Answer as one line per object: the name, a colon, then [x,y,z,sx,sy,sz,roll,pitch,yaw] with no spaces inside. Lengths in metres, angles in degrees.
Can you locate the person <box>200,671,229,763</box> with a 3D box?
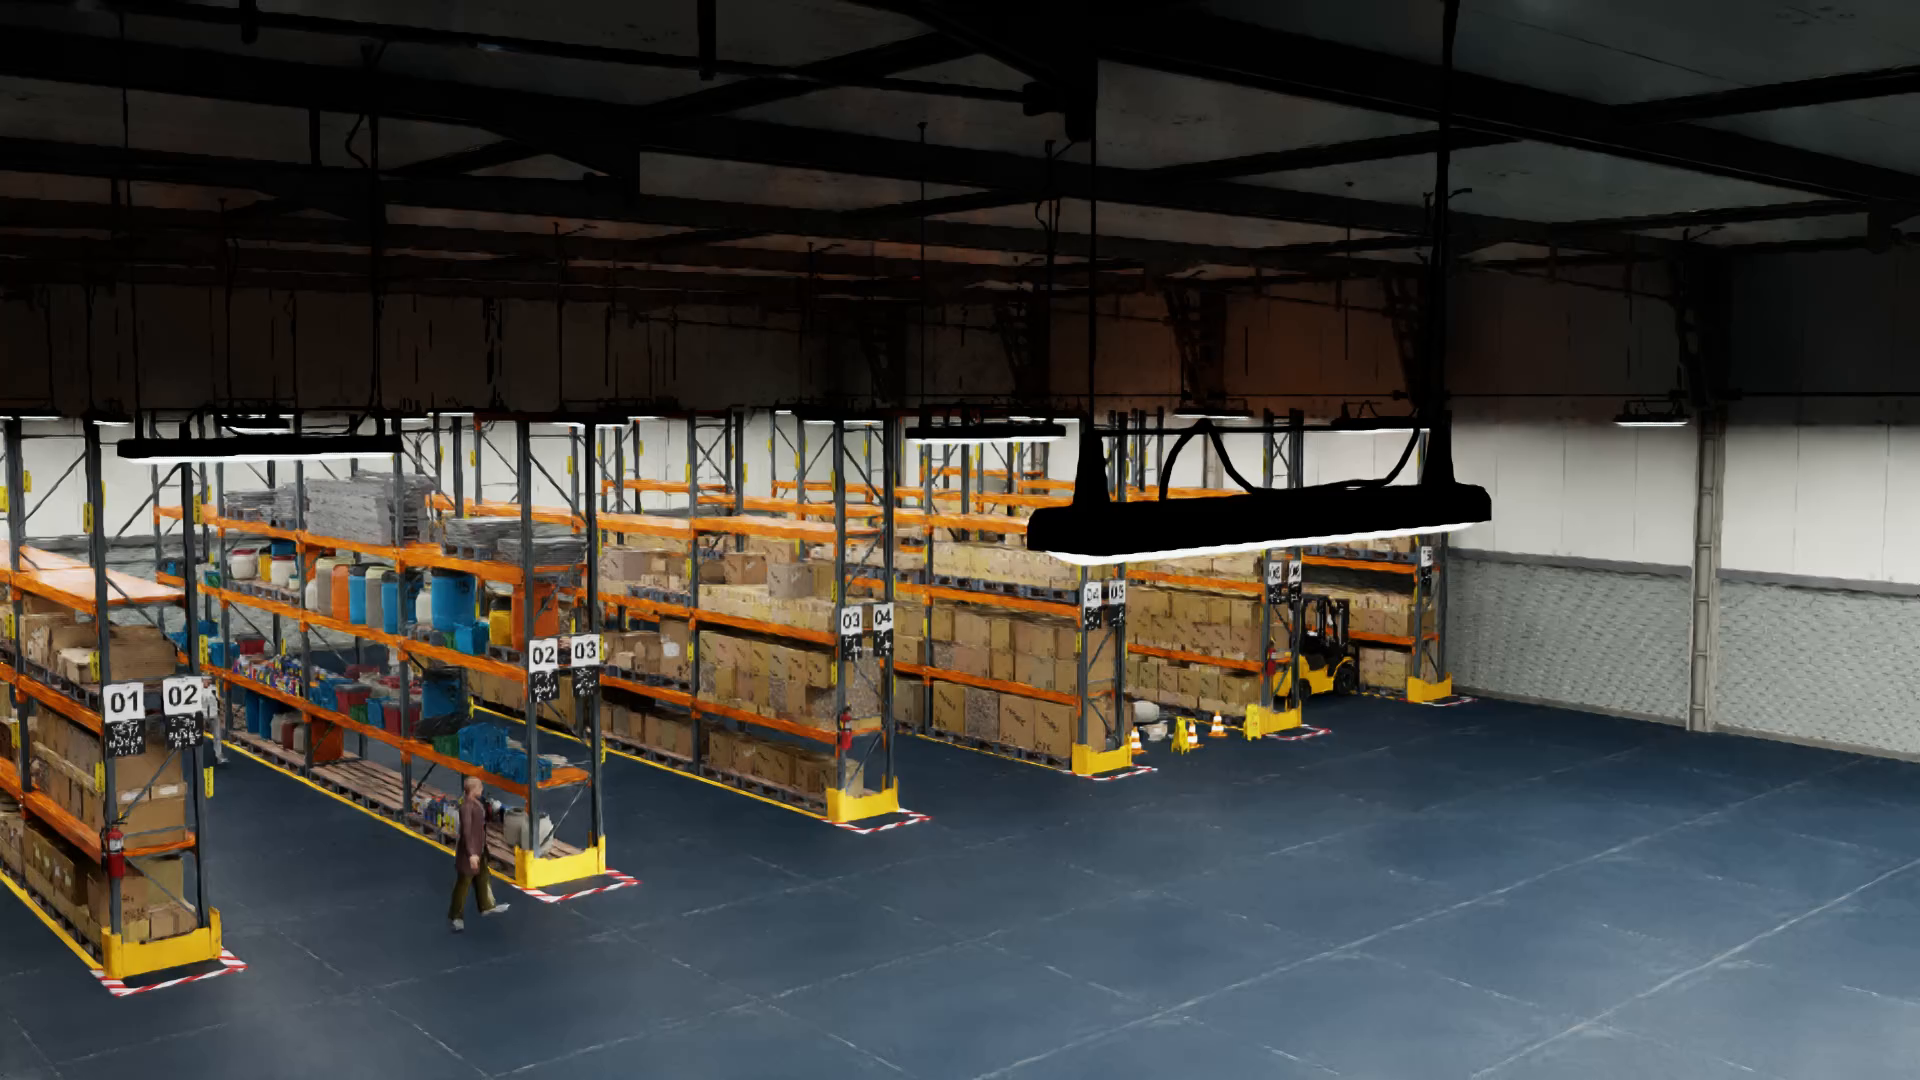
person: [-12.928,3.021,28.522,0.495,1.577,1.086,-4,6,-38]

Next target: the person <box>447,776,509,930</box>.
person: [-5.797,3.686,19.860,0.612,1.771,0.782,0,5,-3]

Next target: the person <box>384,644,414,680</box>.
person: [-11.242,2.517,33.269,0.594,1.786,0.443,2,5,20]
